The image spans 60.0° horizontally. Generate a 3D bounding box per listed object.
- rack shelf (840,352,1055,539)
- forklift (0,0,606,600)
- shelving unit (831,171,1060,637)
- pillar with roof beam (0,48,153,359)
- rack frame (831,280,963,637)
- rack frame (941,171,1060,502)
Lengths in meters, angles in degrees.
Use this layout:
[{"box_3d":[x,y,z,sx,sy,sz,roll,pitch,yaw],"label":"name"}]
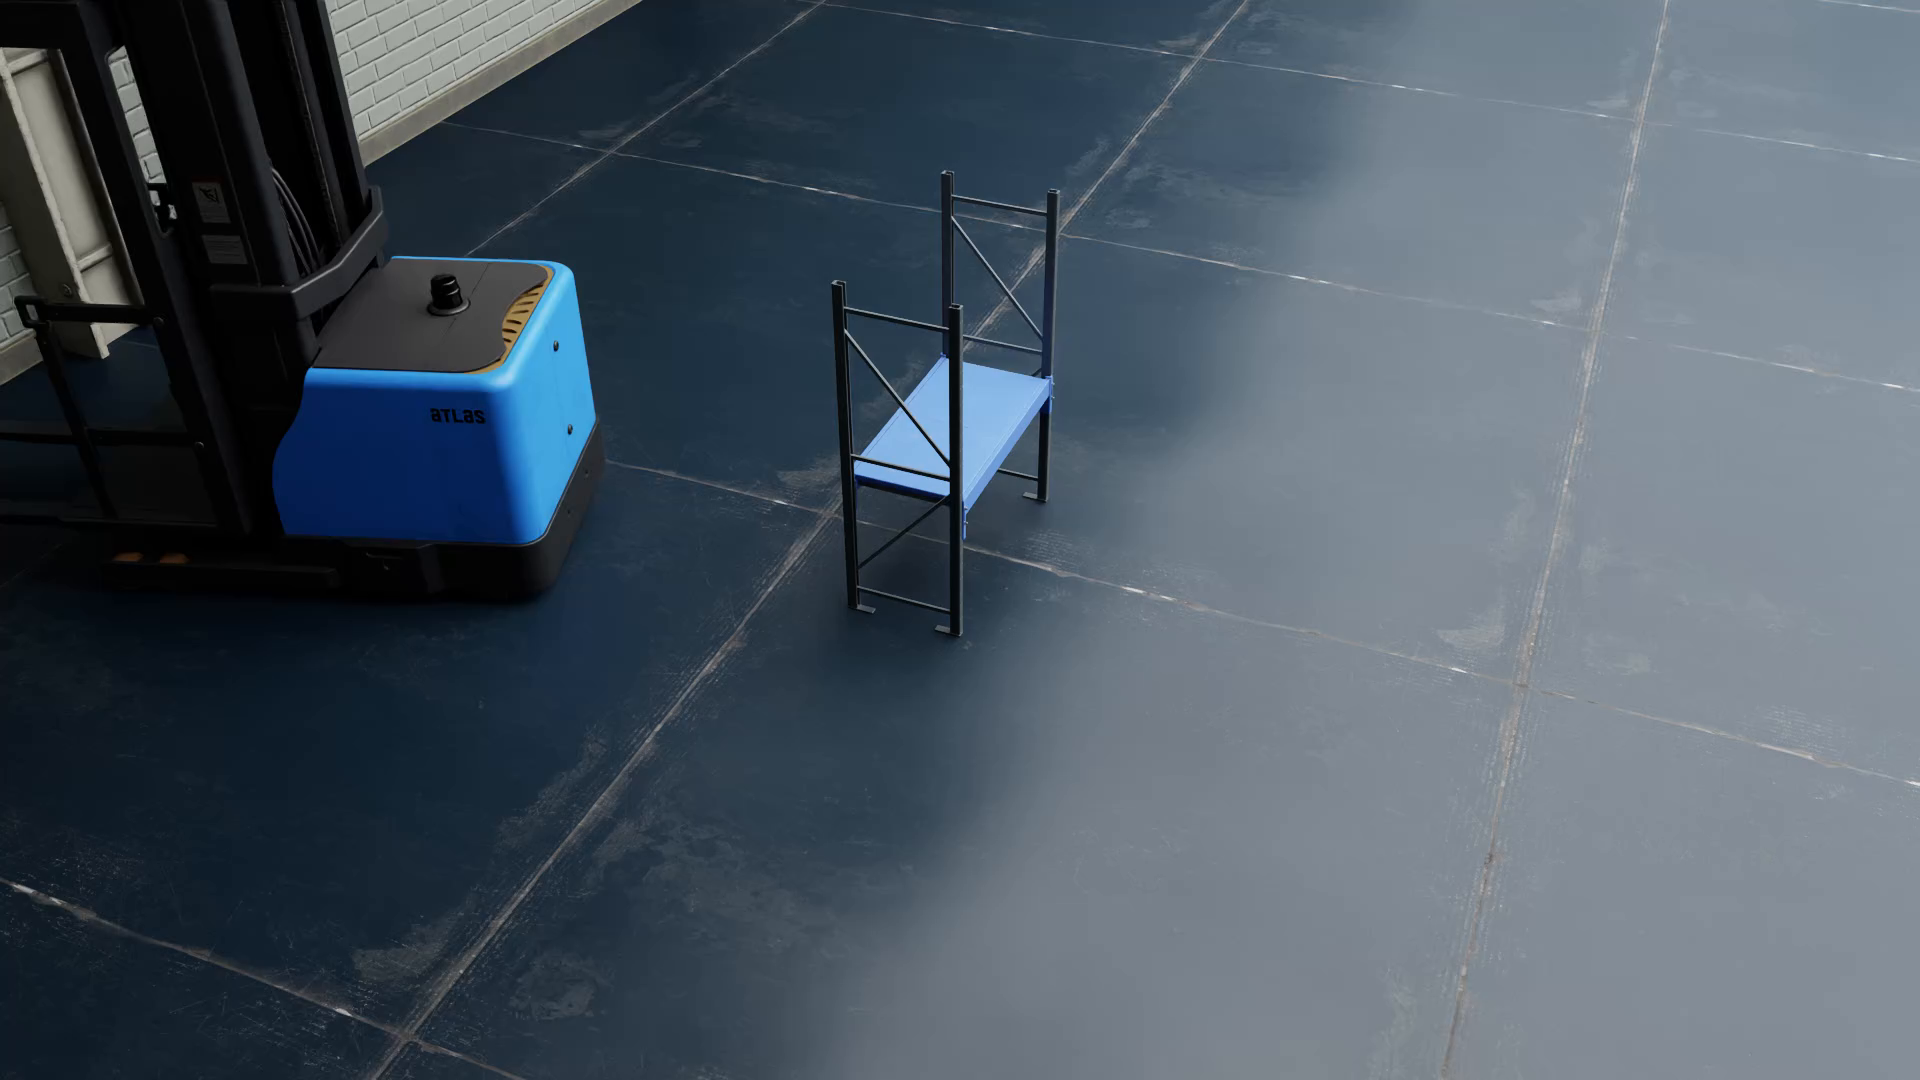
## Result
[{"box_3d":[-0.032,-0.409,6.845,0.538,0.185,1.000,14,39,18],"label":"rack shelf"},{"box_3d":[-3.160,-1.272,6.504,3.031,2.935,1.130,2,37,3],"label":"forklift"},{"box_3d":[-0.032,-0.554,6.738,0.538,1.500,1.048,14,39,18],"label":"shelving unit"},{"box_3d":[-0.464,-3.690,4.671,9.100,9.000,0.400,14,39,18],"label":"pillar with roof beam"},{"box_3d":[-0.226,-0.272,6.361,0.500,1.500,0.032,14,39,18],"label":"rack frame"},{"box_3d":[0.161,-0.835,7.114,0.500,1.500,0.032,14,39,18],"label":"rack frame"}]
